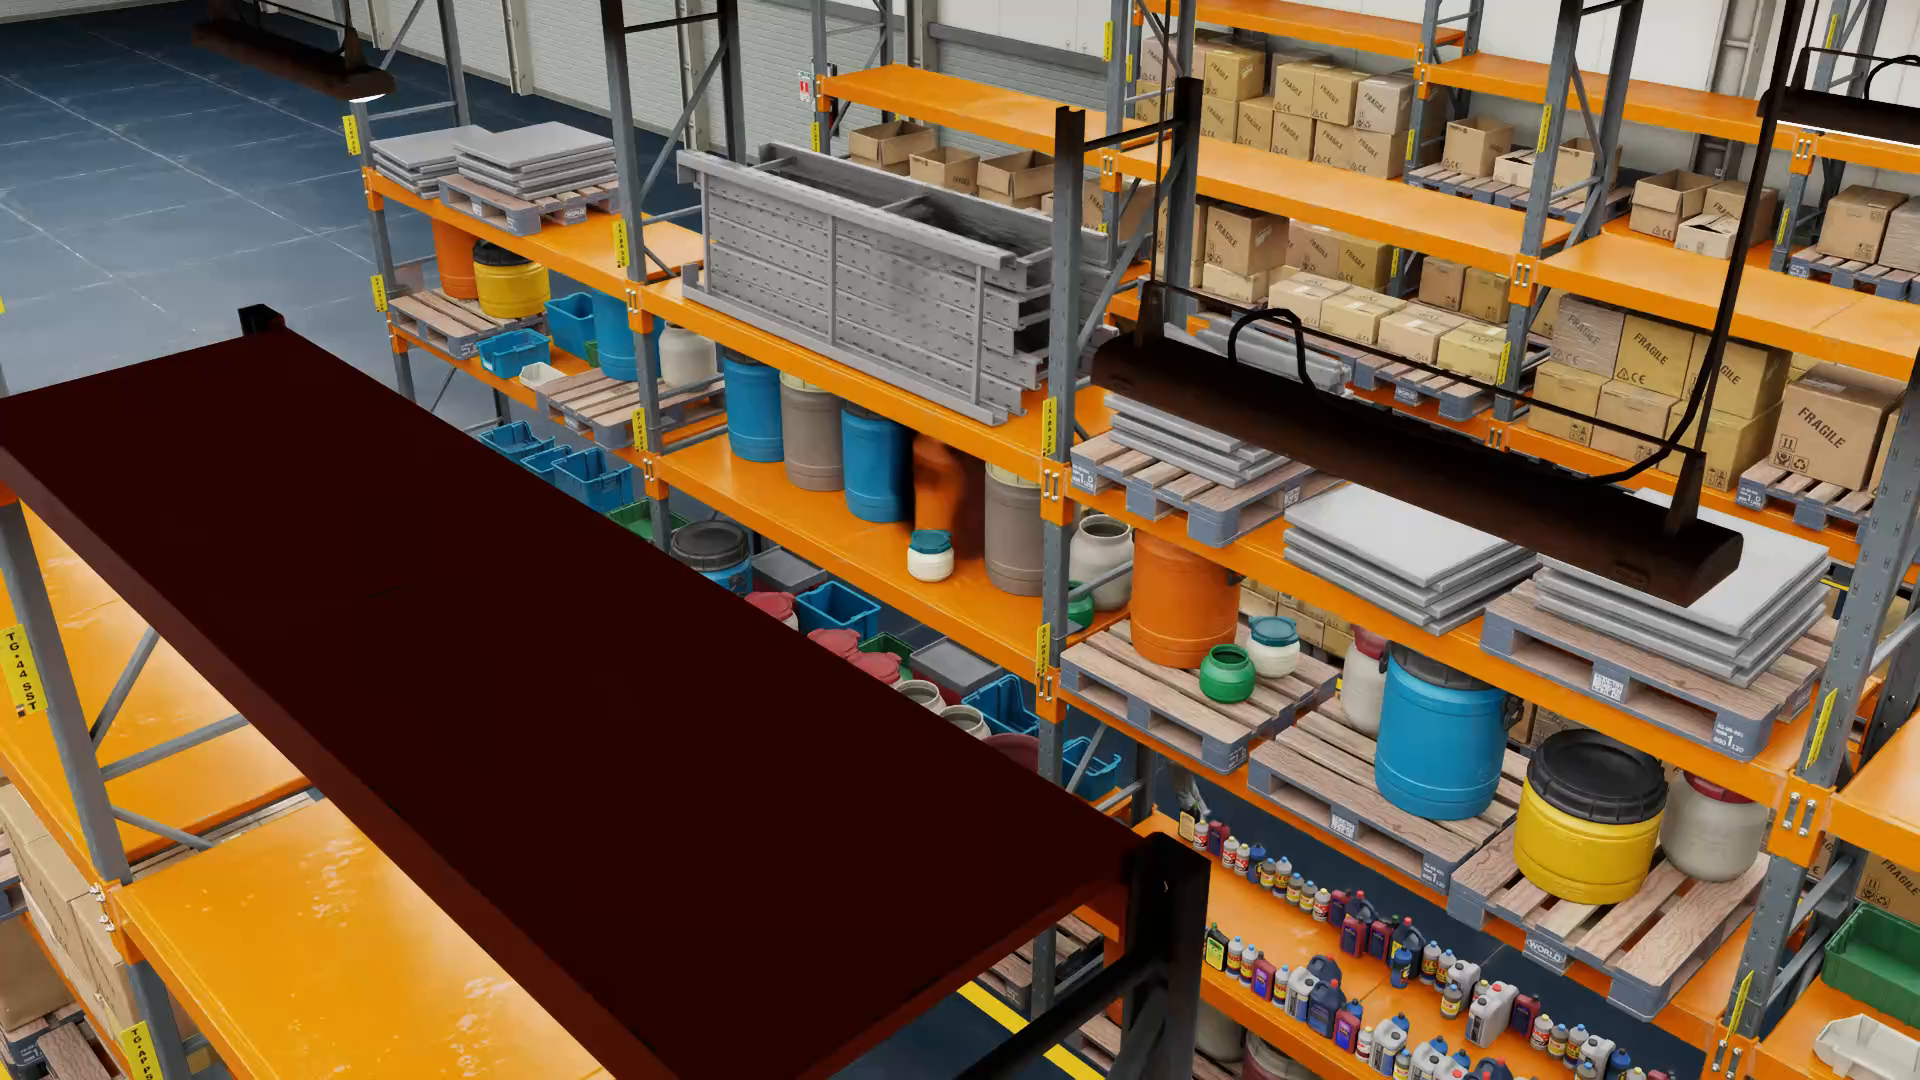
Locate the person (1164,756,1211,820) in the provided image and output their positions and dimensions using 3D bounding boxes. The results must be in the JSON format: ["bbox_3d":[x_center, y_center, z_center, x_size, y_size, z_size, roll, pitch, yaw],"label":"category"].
[{"bbox_3d":[1.678,1.500,12.268,0.603,1.658,0.619,-25,37,-38],"label":"person"}]

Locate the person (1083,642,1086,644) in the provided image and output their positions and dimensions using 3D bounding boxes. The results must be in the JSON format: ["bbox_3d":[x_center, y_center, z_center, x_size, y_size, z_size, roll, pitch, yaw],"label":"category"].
[{"bbox_3d":[0.881,0.490,14.225,0.902,1.688,0.593,22,35,34],"label":"person"}]
